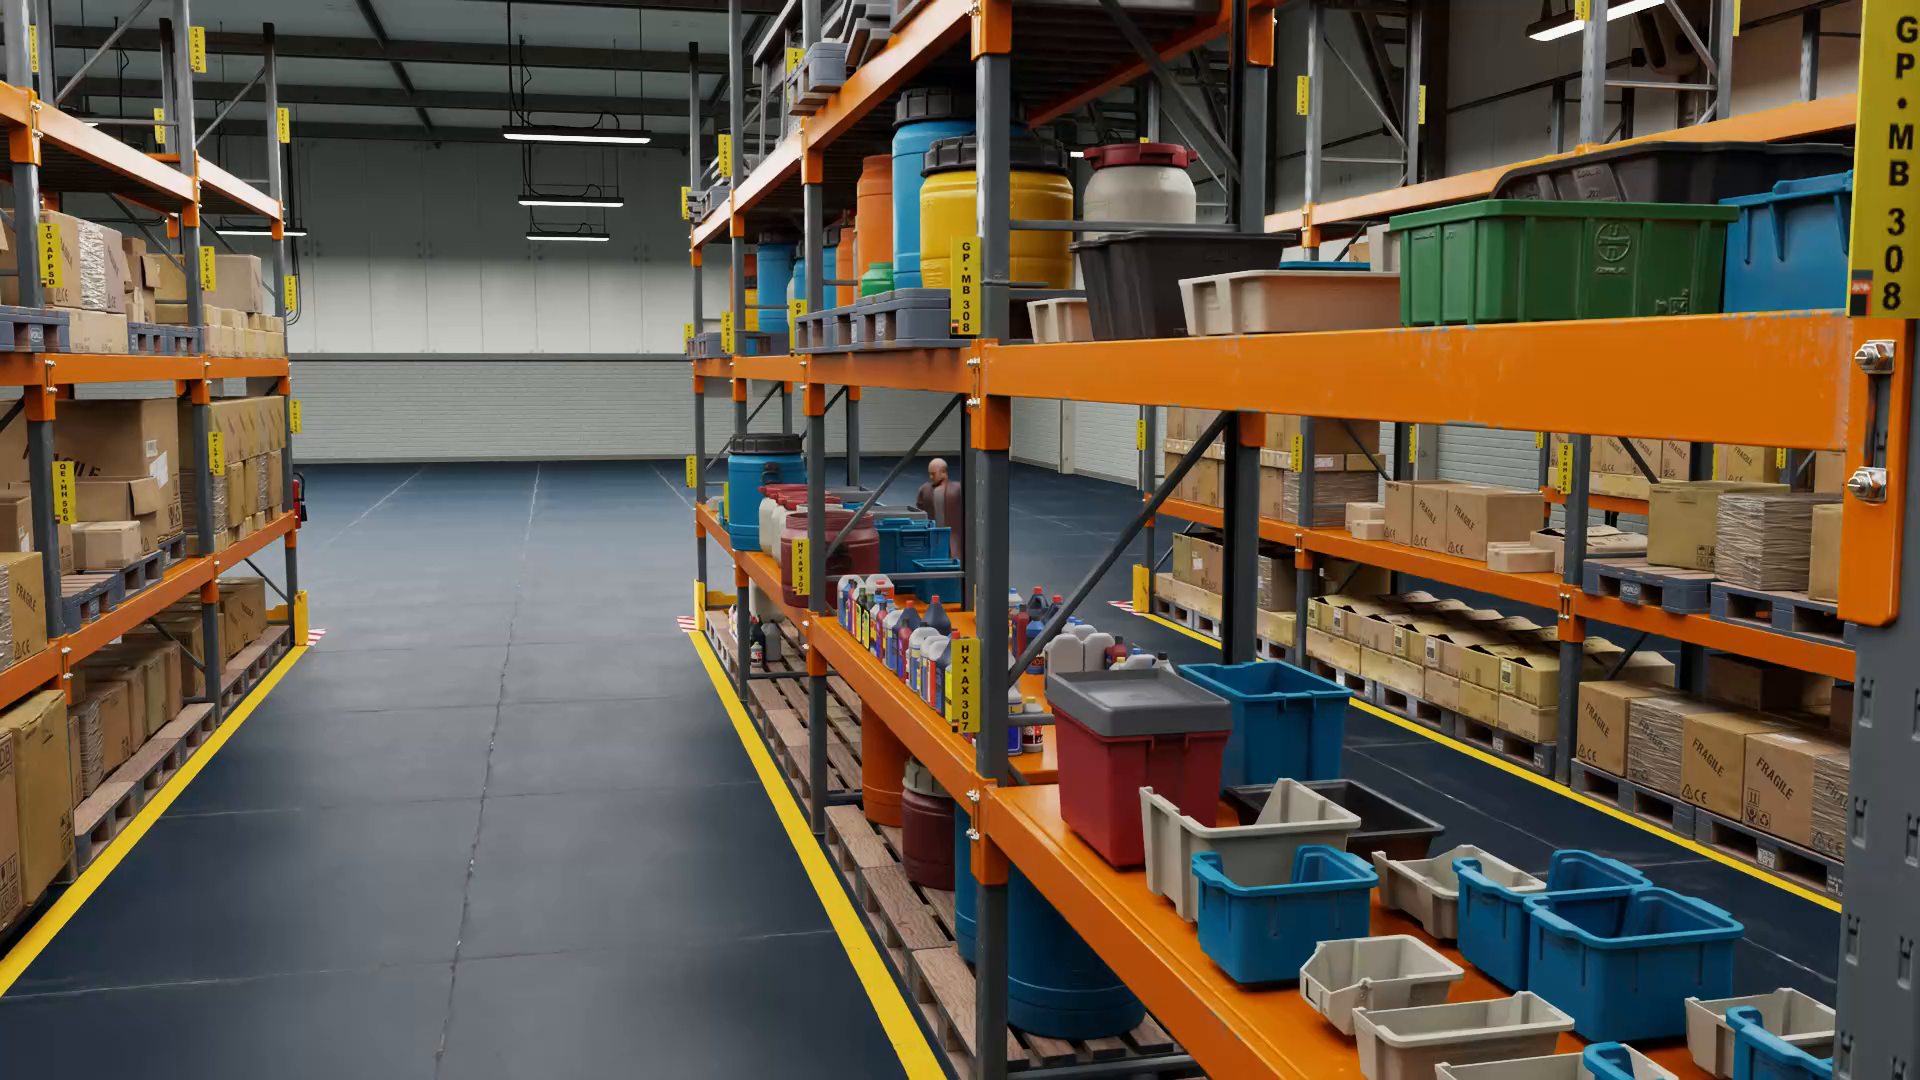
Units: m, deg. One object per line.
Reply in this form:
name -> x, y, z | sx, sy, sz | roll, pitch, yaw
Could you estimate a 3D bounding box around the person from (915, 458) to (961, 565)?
person -> -0.198, 0.055, 17.106 | 0.617, 1.794, 0.456 | 1, 6, 12
